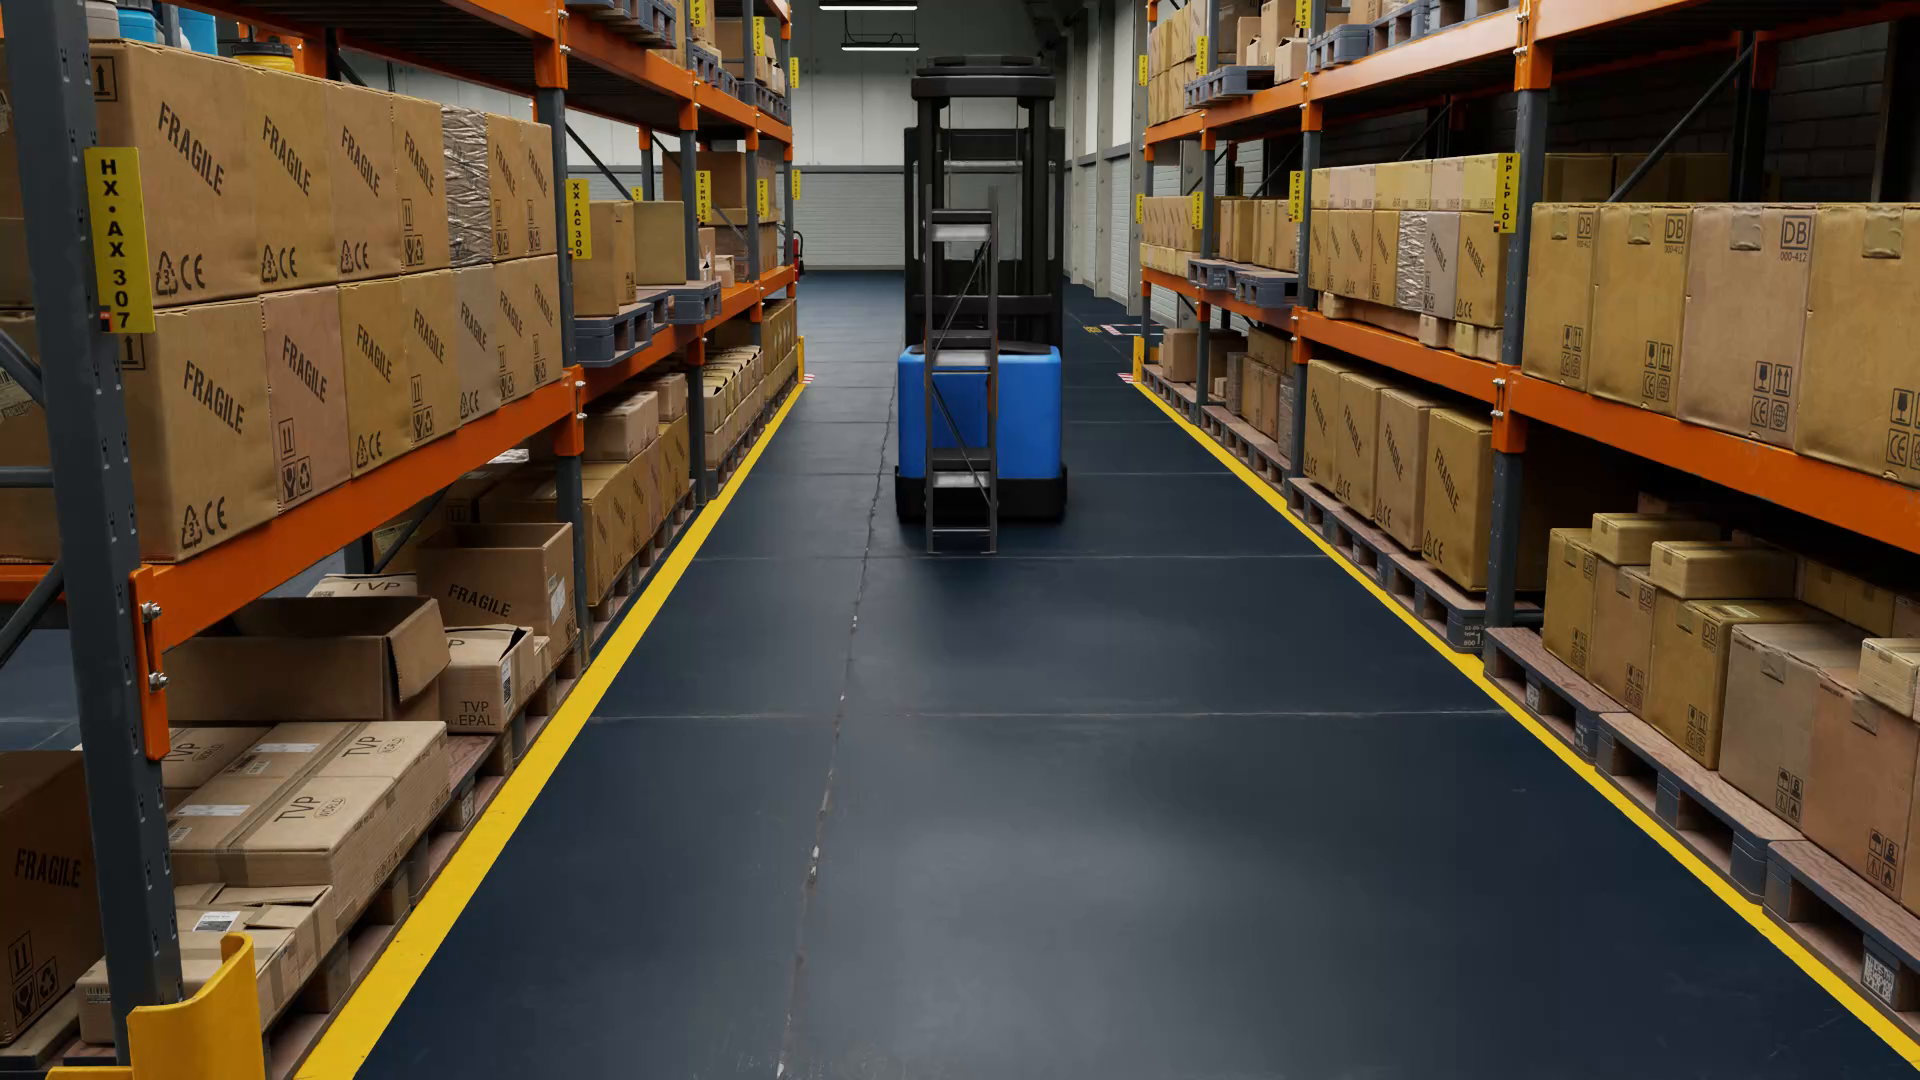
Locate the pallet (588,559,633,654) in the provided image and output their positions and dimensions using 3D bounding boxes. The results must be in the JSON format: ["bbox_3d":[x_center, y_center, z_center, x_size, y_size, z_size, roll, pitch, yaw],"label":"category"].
[{"bbox_3d":[-2.182,0.303,8.033,1.003,0.211,1.213,0,11,-1],"label":"pallet"}]

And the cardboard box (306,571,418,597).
[{"bbox_3d":[-2.335,0.285,6.767,0.500,0.311,0.500,0,11,-1],"label":"cardboard box"}]

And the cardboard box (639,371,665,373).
[{"bbox_3d":[-2.492,-1.137,12.567,0.500,0.311,0.500,0,11,-2],"label":"cardboard box"}]

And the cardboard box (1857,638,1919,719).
[{"bbox_3d":[2.603,0.359,4.343,0.380,0.149,0.250,0,11,0],"label":"cardboard box"}]

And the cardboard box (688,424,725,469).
[{"bbox_3d":[-1.927,-0.660,11.629,0.500,0.250,0.500,0,11,-1],"label":"cardboard box"}]

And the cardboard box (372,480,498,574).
[{"bbox_3d":[-2.424,0.011,7.642,0.500,0.500,0.500,0,11,-1],"label":"cardboard box"}]

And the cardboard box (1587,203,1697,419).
[{"bbox_3d":[2.830,-0.817,5.786,0.980,0.700,0.700,-1,11,-3],"label":"cardboard box"}]

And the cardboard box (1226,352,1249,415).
[{"bbox_3d":[2.692,-1.357,14.386,0.700,0.500,0.500,0,11,1],"label":"cardboard box"}]

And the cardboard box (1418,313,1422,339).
[{"bbox_3d":[2.543,-1.078,8.412,0.380,0.149,0.250,0,11,-1],"label":"cardboard box"}]

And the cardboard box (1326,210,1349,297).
[{"bbox_3d":[2.499,-1.721,9.947,0.500,0.500,0.500,0,11,1],"label":"cardboard box"}]

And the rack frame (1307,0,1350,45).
[{"bbox_3d":[2.743,-4.658,10.386,1.000,3.000,0.127,0,11,-1],"label":"rack frame"}]

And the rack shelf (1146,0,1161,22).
[{"bbox_3d":[2.619,-5.497,16.337,1.077,0.370,4.000,0,11,-1],"label":"rack shelf"}]

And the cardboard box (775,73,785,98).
[{"bbox_3d":[-2.088,-4.730,17.255,0.500,0.250,0.500,0,11,-1],"label":"cardboard box"}]

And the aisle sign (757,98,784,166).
[{"bbox_3d":[-2.083,-4.575,18.529,0.394,0.787,0.004,0,11,-1],"label":"aisle sign"}]

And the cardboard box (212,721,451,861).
[{"bbox_3d":[-1.793,0.717,4.788,0.500,0.250,0.500,0,11,-1],"label":"cardboard box"}]

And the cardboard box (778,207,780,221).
[{"bbox_3d":[-2.177,-3.579,18.272,0.380,0.149,0.250,0,11,-2],"label":"cardboard box"}]

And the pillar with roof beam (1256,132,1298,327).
[{"bbox_3d":[-0.847,-6.095,17.469,9.100,9.000,0.400,0,11,-1],"label":"pillar with roof beam"}]

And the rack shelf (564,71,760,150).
[{"bbox_3d":[-2.251,-3.212,12.612,1.077,0.370,4.000,0,11,-1],"label":"rack shelf"}]

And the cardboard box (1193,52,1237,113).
[{"bbox_3d":[2.403,-4.142,15.084,0.500,0.500,0.500,0,11,0],"label":"cardboard box"}]

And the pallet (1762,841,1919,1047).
[{"bbox_3d":[2.813,1.080,4.203,1.003,0.211,1.213,0,11,-1],"label":"pallet"}]

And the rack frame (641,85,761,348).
[{"bbox_3d":[-2.292,-2.492,14.798,1.000,3.000,0.127,0,11,-1],"label":"rack frame"}]

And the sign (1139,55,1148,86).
[{"bbox_3d":[2.035,-5.204,18.425,0.100,0.325,0.005,0,11,-1],"label":"sign"}]

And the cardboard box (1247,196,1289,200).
[{"bbox_3d":[2.859,-2.911,15.305,0.500,0.500,0.500,-1,11,-2],"label":"cardboard box"}]

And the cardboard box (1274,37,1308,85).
[{"bbox_3d":[2.458,-3.296,11.391,0.500,0.311,0.500,0,11,-1],"label":"cardboard box"}]

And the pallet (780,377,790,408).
[{"bbox_3d":[-2.295,-1.527,17.054,1.003,0.211,1.213,0,11,-1],"label":"pallet"}]

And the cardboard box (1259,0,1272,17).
[{"bbox_3d":[2.936,-4.630,14.978,0.500,0.500,0.500,0,11,0],"label":"cardboard box"}]

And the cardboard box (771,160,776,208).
[{"bbox_3d":[-2.377,-3.869,18.069,0.700,0.500,0.500,0,11,-1],"label":"cardboard box"}]

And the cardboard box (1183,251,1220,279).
[{"bbox_3d":[2.347,-2.542,15.373,0.500,0.250,0.500,0,11,-1],"label":"cardboard box"}]

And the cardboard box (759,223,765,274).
[{"bbox_3d":[-2.343,-2.936,16.733,0.700,0.500,0.500,0,11,1],"label":"cardboard box"}]

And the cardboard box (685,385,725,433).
[{"bbox_3d":[-1.927,-0.935,11.574,0.500,0.311,0.500,0,11,1],"label":"cardboard box"}]

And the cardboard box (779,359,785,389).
[{"bbox_3d":[-2.009,-1.642,16.470,0.500,0.250,0.500,0,11,-1],"label":"cardboard box"}]

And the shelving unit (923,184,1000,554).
[{"bbox_3d":[0.003,-0.996,9.688,0.431,2.100,0.503,0,11,-1],"label":"shelving unit"}]

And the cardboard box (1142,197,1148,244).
[{"bbox_3d":[2.287,-3.516,18.286,0.500,0.500,0.500,0,11,-1],"label":"cardboard box"}]

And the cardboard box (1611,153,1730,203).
[{"bbox_3d":[3.076,-1.587,7.403,0.500,0.250,0.500,0,11,1],"label":"cardboard box"}]

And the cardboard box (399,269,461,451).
[{"bbox_3d":[-1.822,-0.547,4.957,0.500,0.500,0.500,0,11,0],"label":"cardboard box"}]

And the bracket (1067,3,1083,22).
[{"bbox_3d":[2.668,-12.051,37.776,0.076,0.066,4.783,0,11,-1],"label":"bracket"}]

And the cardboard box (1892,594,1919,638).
[{"bbox_3d":[2.974,0.258,4.843,0.380,0.149,0.250,0,11,0],"label":"cardboard box"}]

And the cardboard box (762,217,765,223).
[{"bbox_3d":[-2.140,-3.221,16.508,0.380,0.149,0.250,0,11,-2],"label":"cardboard box"}]

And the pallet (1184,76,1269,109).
[{"bbox_3d":[2.566,-3.768,14.015,1.213,0.211,1.003,0,11,-1],"label":"pallet"}]

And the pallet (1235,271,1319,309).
[{"bbox_3d":[2.622,-1.765,11.698,1.213,0.211,1.003,0,11,-1],"label":"pallet"}]

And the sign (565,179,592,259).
[{"bbox_3d":[-1.585,-1.330,6.892,0.100,0.325,0.005,0,11,-1],"label":"sign"}]

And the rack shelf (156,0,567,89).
[{"bbox_3d":[-2.086,-1.622,4.773,1.077,0.370,4.000,0,11,-1],"label":"rack shelf"}]

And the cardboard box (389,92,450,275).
[{"bbox_3d":[-1.825,-1.039,4.871,0.500,0.500,0.500,0,11,-2],"label":"cardboard box"}]

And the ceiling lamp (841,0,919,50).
[{"bbox_3d":[-2.043,-14.148,42.484,2.000,3.185,0.800,0,11,-1],"label":"ceiling lamp"}]

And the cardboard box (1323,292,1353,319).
[{"bbox_3d":[2.435,-1.435,10.169,0.380,0.149,0.250,0,11,1],"label":"cardboard box"}]

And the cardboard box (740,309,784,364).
[{"bbox_3d":[-2.010,-2.010,16.396,0.500,0.500,0.500,0,11,-1],"label":"cardboard box"}]

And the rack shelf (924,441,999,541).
[{"bbox_3d":[0.003,-0.297,9.830,0.431,0.518,0.480,0,11,-1],"label":"rack shelf"}]

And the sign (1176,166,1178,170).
[{"bbox_3d":[3.419,-5.995,26.233,0.001,0.298,0.199,0,11,-1],"label":"sign"}]

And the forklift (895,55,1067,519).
[{"bbox_3d":[0.174,-1.817,11.644,1.130,2.935,3.031,0,11,2],"label":"forklift"}]

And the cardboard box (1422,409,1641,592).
[{"bbox_3d":[2.682,-0.204,7.870,0.750,0.750,0.750,0,11,0],"label":"cardboard box"}]

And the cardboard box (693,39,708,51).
[{"bbox_3d":[-2.275,-3.863,13.331,0.500,0.250,0.500,-1,12,-7],"label":"cardboard box"}]

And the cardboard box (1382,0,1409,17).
[{"bbox_3d":[2.874,-3.251,9.639,0.700,0.500,0.500,-1,12,-4],"label":"cardboard box"}]

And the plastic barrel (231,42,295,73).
[{"bbox_3d":[-7.177,-4.809,17.147,0.600,0.588,0.600,0,11,0],"label":"plastic barrel"}]

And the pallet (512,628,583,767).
[{"bbox_3d":[-2.114,0.602,6.564,1.003,0.211,1.213,0,11,-1],"label":"pallet"}]
